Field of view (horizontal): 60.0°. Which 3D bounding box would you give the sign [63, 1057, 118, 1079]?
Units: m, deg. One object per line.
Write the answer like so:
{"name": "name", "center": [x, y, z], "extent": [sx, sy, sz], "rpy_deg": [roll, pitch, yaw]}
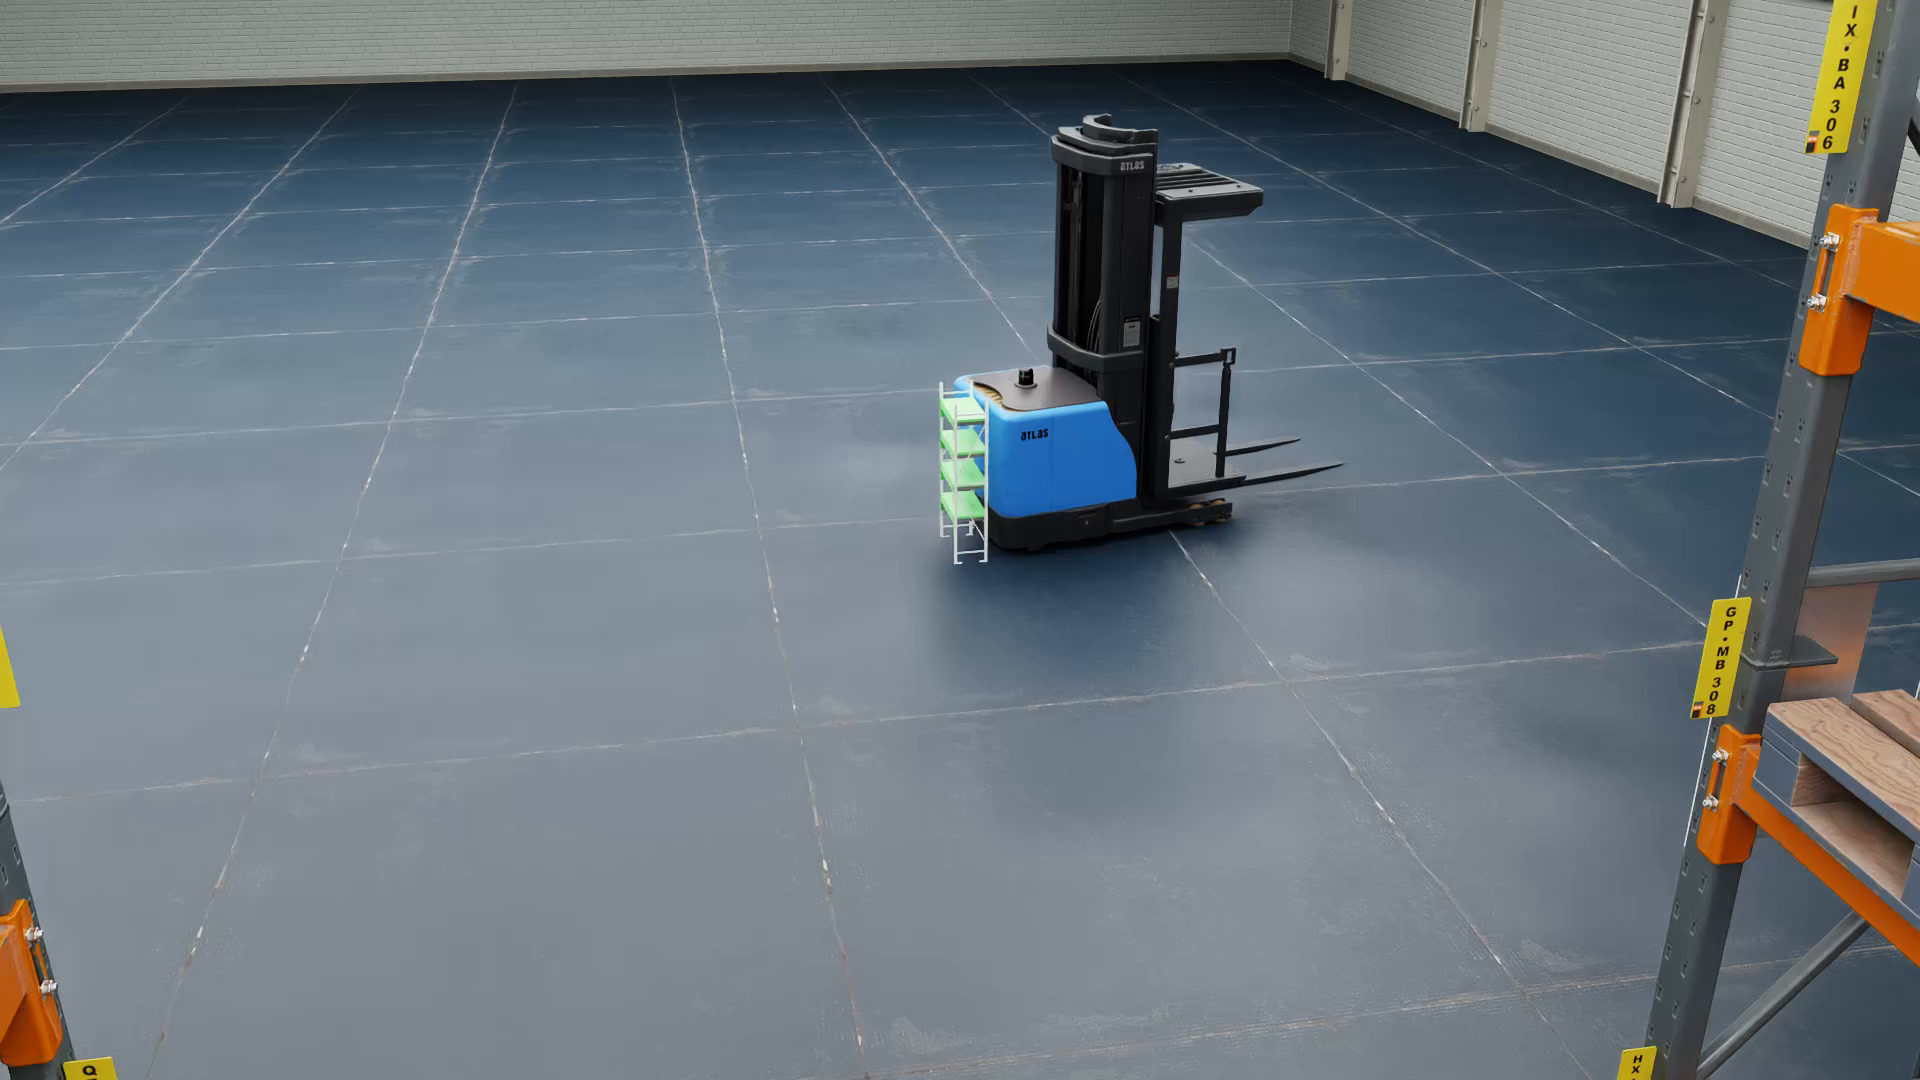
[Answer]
{"name": "sign", "center": [-1.913, 1.289, 3.709], "extent": [0.100, 0.325, 0.005], "rpy_deg": [-4, 24, -10]}

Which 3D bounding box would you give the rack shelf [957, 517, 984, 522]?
{"name": "rack shelf", "center": [0.025, -0.231, 11.967], "extent": [0.199, 0.029, 0.442], "rpy_deg": [-5, 24, -11]}

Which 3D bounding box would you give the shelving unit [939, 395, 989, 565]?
{"name": "shelving unit", "center": [0.027, -0.481, 11.852], "extent": [0.258, 1.200, 0.492], "rpy_deg": [-5, 24, -11]}

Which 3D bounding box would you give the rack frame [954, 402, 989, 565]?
{"name": "rack frame", "center": [0.077, -0.388, 11.638], "extent": [0.240, 1.200, 0.015], "rpy_deg": [-5, 24, -11]}

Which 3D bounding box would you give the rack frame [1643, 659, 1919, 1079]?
{"name": "rack frame", "center": [2.406, 1.631, 4.767], "extent": [1.000, 3.000, 0.127], "rpy_deg": [-4, 24, -10]}

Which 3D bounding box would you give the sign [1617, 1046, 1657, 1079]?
{"name": "sign", "center": [1.864, 1.543, 4.623], "extent": [0.100, 0.325, 0.005], "rpy_deg": [-4, 24, -10]}

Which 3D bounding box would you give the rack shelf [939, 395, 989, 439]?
{"name": "rack shelf", "center": [0.026, -0.865, 11.690], "extent": [0.258, 0.148, 0.480], "rpy_deg": [-5, 24, -11]}

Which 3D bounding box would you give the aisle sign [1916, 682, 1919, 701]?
{"name": "aisle sign", "center": [2.684, 0.390, 4.362], "extent": [0.394, 0.787, 0.004], "rpy_deg": [-4, 24, -10]}

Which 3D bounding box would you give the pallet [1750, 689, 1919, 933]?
{"name": "pallet", "center": [2.463, 0.676, 3.443], "extent": [1.003, 0.211, 1.213], "rpy_deg": [-4, 24, -10]}

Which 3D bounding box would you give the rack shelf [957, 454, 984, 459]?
{"name": "rack shelf", "center": [0.026, -0.671, 11.775], "extent": [0.199, 0.029, 0.442], "rpy_deg": [-5, 24, -11]}

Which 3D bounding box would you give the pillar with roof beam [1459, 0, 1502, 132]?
{"name": "pillar with roof beam", "center": [4.453, -10.761, 25.647], "extent": [9.100, 9.000, 0.400], "rpy_deg": [-4, 24, -10]}

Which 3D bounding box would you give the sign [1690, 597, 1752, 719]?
{"name": "sign", "center": [1.864, 0.291, 4.076], "extent": [0.100, 0.325, 0.005], "rpy_deg": [-4, 24, -10]}

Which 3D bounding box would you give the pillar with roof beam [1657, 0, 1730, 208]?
{"name": "pillar with roof beam", "center": [5.562, -8.401, 20.243], "extent": [9.100, 9.000, 0.400], "rpy_deg": [-4, 24, -10]}

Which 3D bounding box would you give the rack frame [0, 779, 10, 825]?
{"name": "rack frame", "center": [-2.462, -0.752, 2.727], "extent": [1.000, 3.000, 0.127], "rpy_deg": [-4, 24, -10]}

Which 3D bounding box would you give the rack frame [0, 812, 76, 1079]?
{"name": "rack frame", "center": [-2.462, 1.998, 3.928], "extent": [1.000, 3.000, 0.127], "rpy_deg": [-4, 24, -10]}

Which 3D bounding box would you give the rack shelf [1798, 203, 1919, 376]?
{"name": "rack shelf", "center": [2.776, 0.182, 1.990], "extent": [1.077, 0.370, 4.000], "rpy_deg": [-4, 24, -10]}

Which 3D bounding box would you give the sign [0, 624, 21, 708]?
{"name": "sign", "center": [-1.913, 0.184, 3.227], "extent": [0.100, 0.325, 0.005], "rpy_deg": [-4, 24, -10]}

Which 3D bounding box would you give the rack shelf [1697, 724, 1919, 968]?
{"name": "rack shelf", "center": [2.776, 1.373, 2.510], "extent": [1.077, 0.370, 4.000], "rpy_deg": [-4, 24, -10]}

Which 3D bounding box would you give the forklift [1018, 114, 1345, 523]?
{"name": "forklift", "center": [1.507, -1.626, 12.311], "extent": [3.031, 2.935, 1.121], "rpy_deg": [-10, 25, -21]}

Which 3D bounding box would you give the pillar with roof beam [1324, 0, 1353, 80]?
{"name": "pillar with roof beam", "center": [3.343, -13.121, 31.050], "extent": [9.100, 9.000, 0.400], "rpy_deg": [-4, 24, -10]}

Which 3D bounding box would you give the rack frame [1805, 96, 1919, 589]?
{"name": "rack frame", "center": [2.403, -1.118, 3.566], "extent": [0.949, 2.616, 0.053], "rpy_deg": [-4, 24, -10]}
